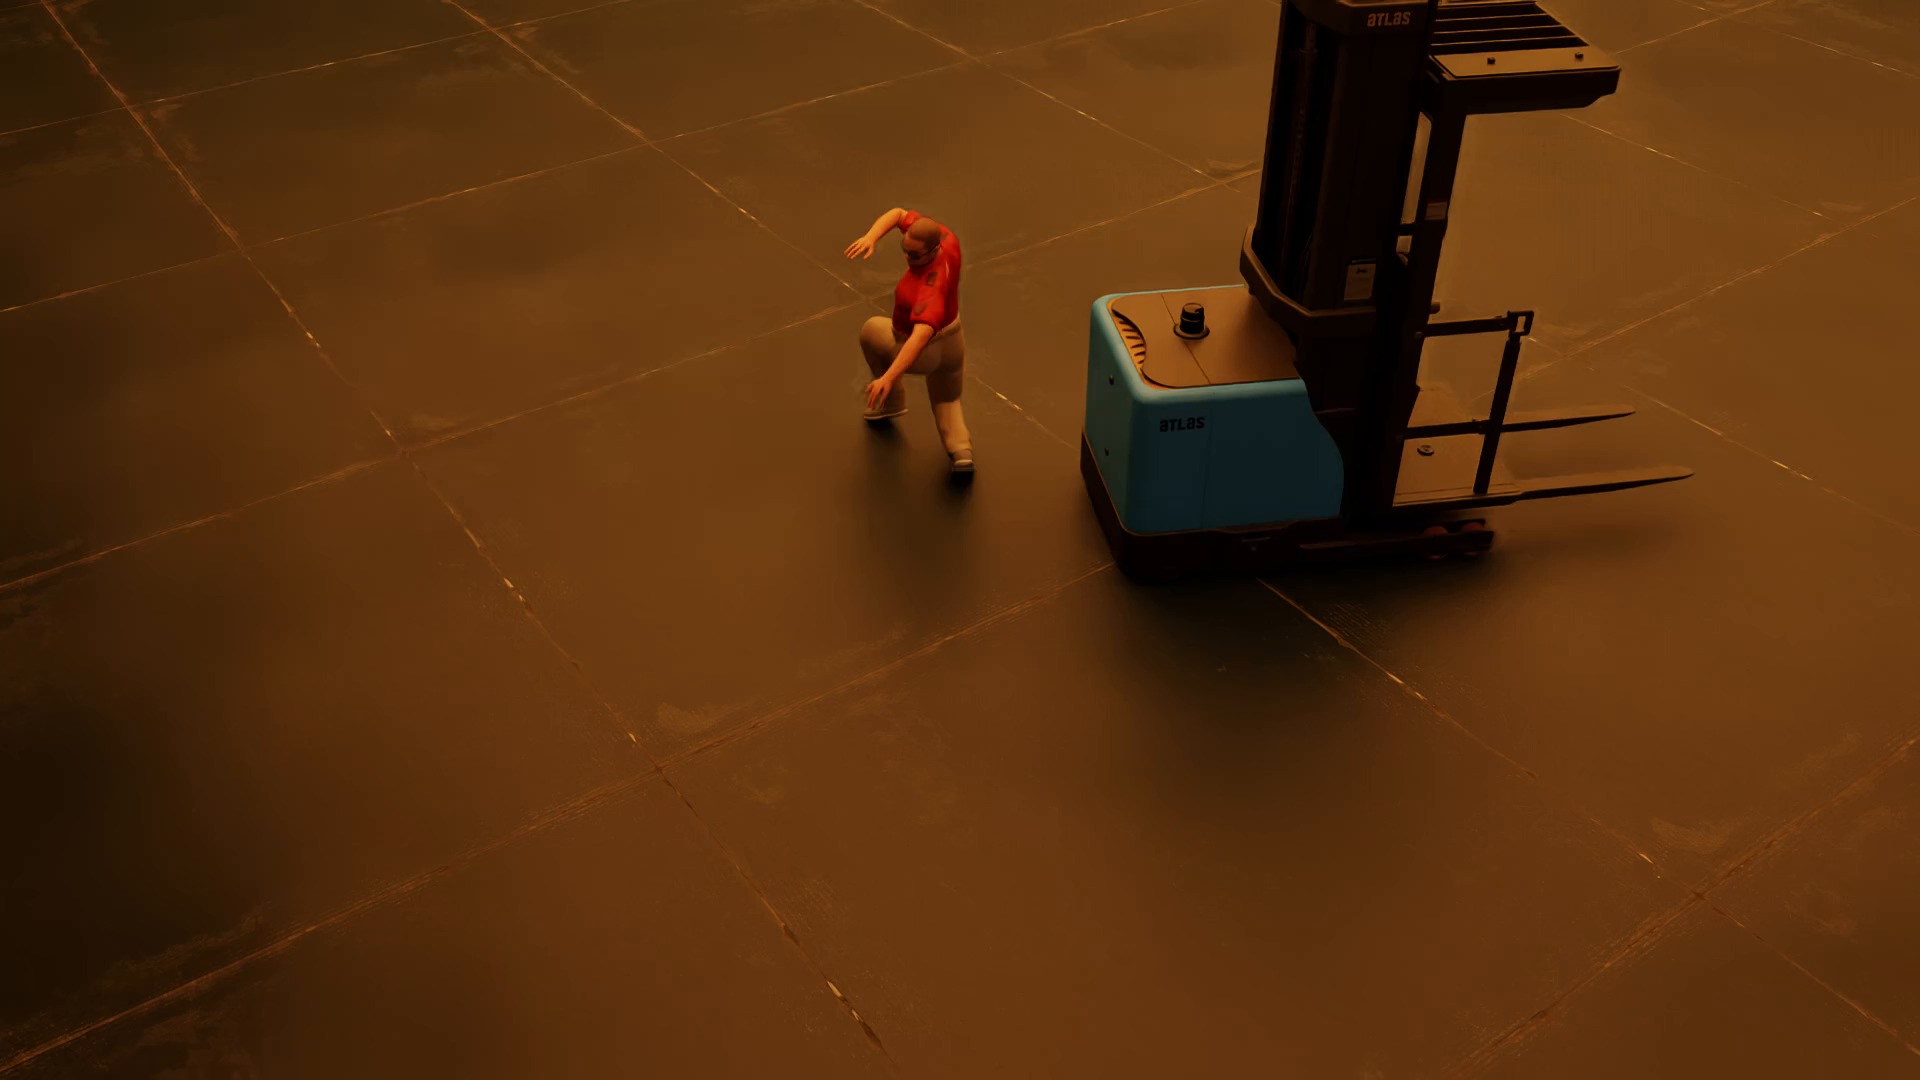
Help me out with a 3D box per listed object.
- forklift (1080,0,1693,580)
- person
[{"bbox_3d":[2.200,-1.389,7.823,3.031,2.935,1.130,-5,37,-7],"label":"forklift"},{"bbox_3d":[-0.354,-0.989,8.558,0.898,1.457,0.985,-28,45,-33],"label":"person"}]
